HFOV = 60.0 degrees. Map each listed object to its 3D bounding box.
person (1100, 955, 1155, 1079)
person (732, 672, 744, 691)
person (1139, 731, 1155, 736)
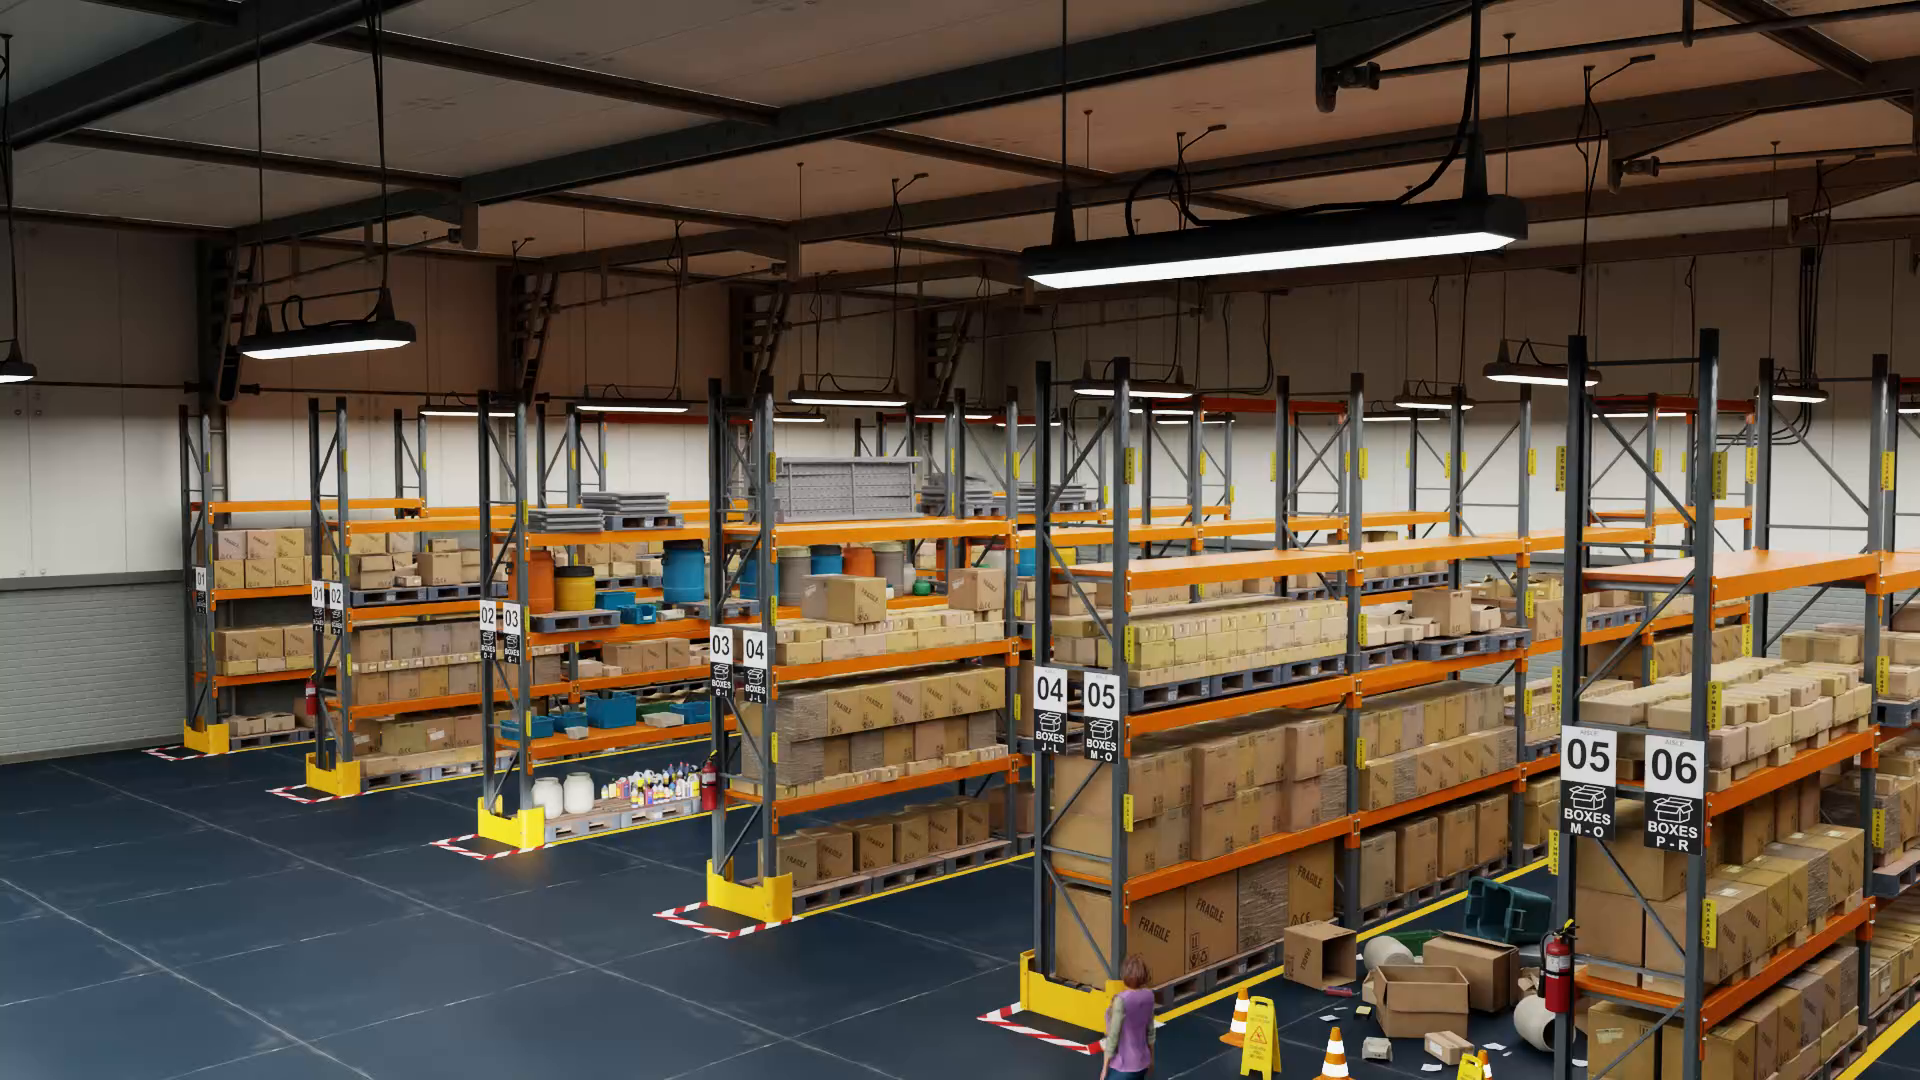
[{"bbox_3d":[1.222,3.737,11.757,0.394,1.610,0.472,2,3,29],"label":"person"},{"bbox_3d":[-4.714,2.509,35.269,0.506,1.722,0.417,-2,4,-37],"label":"person"},{"bbox_3d":[2.388,3.193,21.636,0.499,1.685,0.620,-1,3,-13],"label":"person"}]
